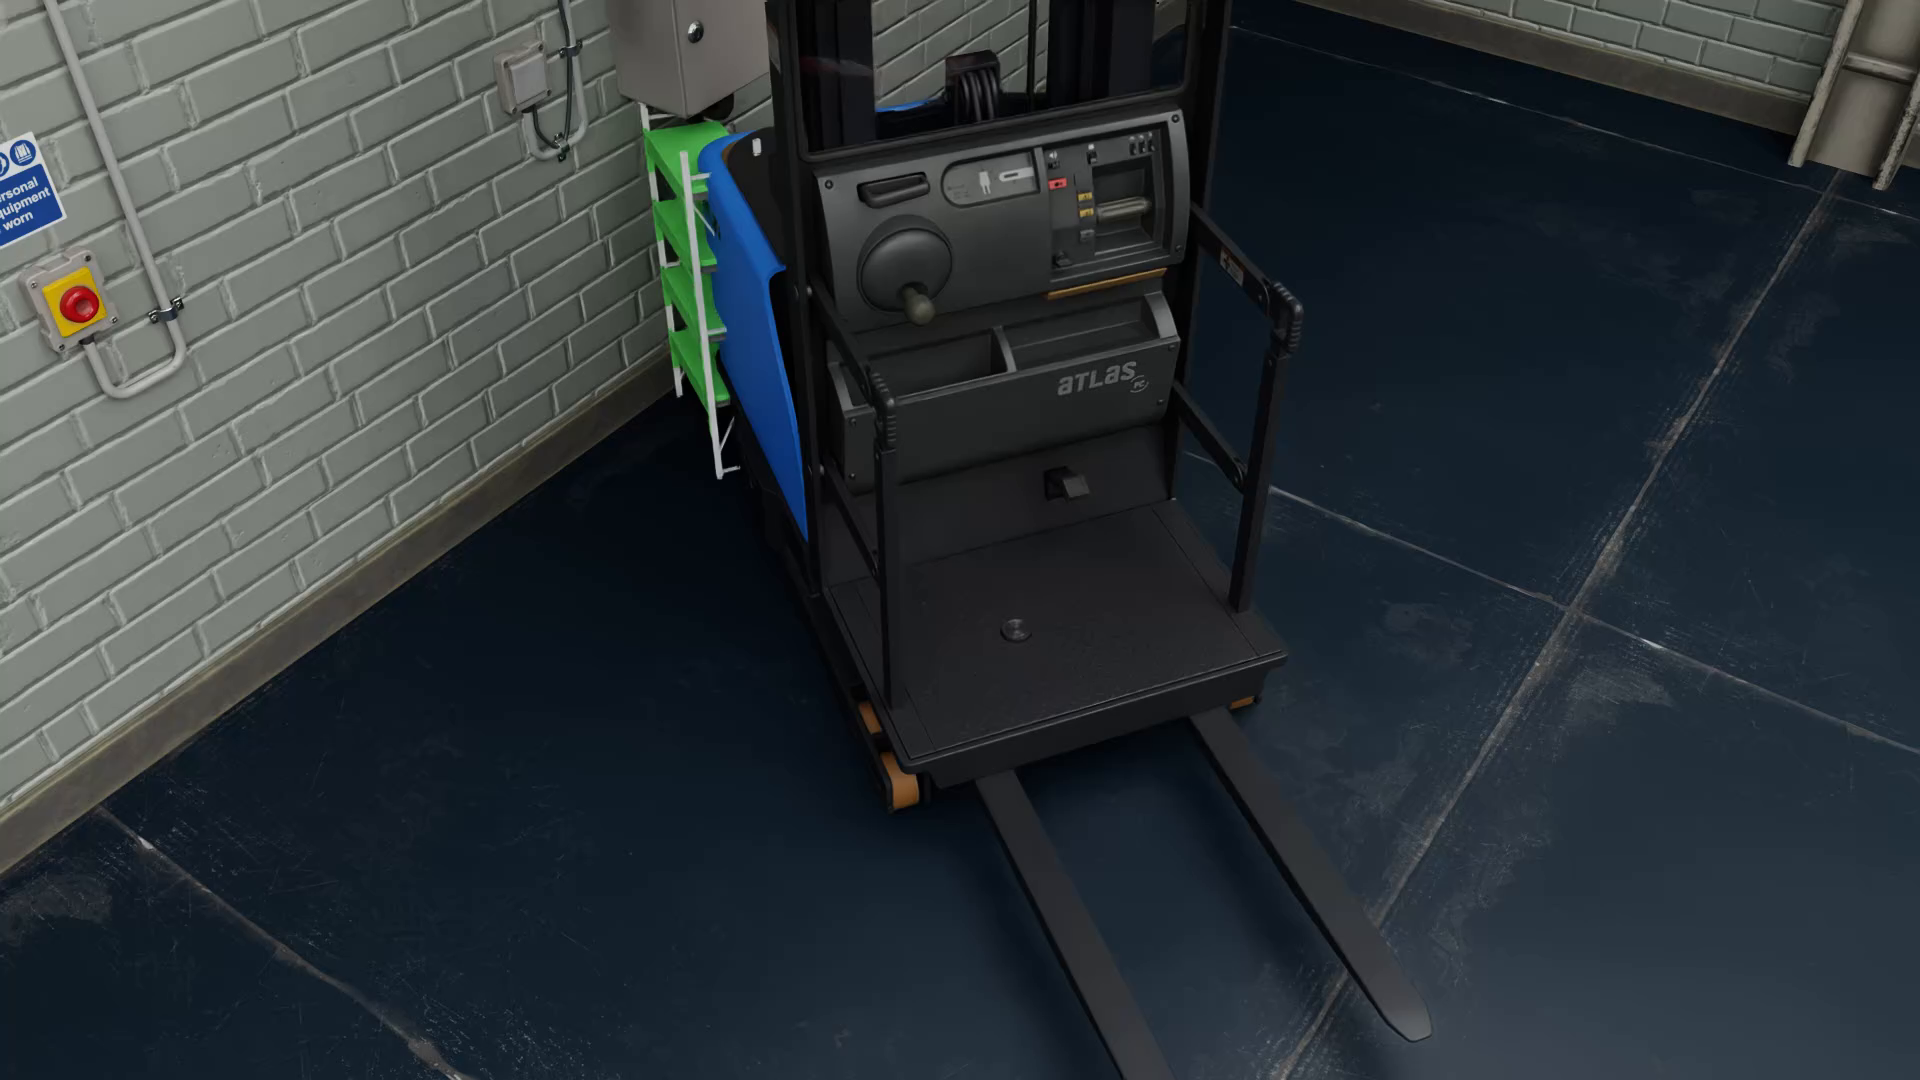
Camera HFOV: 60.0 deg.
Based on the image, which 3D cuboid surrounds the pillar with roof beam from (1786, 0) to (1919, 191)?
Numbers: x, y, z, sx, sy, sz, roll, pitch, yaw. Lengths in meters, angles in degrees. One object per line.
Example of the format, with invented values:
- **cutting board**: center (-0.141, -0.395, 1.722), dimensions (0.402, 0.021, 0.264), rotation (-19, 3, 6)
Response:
- **pillar with roof beam**: center (1.270, -2.601, 1.408), dimensions (0.400, 9.000, 9.100), rotation (25, 48, 25)

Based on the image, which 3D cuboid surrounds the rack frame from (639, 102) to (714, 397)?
- **rack frame**: center (-0.882, -0.932, 5.549), dimensions (0.240, 1.200, 0.015), rotation (-14, 39, -18)

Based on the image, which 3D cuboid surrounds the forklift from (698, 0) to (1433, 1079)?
- **forklift**: center (0.198, -0.692, 3.826), dimensions (1.130, 2.935, 3.031), rotation (-14, 44, -15)

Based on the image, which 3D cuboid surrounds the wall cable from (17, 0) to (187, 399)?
- **wall cable**: center (-2.045, -1.016, 3.351), dimensions (0.123, 1.953, 0.585), rotation (25, 48, 25)

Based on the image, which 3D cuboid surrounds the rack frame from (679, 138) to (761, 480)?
- **rack frame**: center (-0.693, -0.664, 5.188), dimensions (0.240, 1.200, 0.015), rotation (-14, 39, -18)

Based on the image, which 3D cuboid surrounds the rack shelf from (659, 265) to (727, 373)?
- **rack shelf**: center (-0.787, -0.747, 5.407), dimensions (0.258, 0.148, 0.480), rotation (-14, 39, -18)

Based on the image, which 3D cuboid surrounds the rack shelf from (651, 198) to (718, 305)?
- **rack shelf**: center (-0.789, -0.939, 5.263), dimensions (0.258, 0.148, 0.480), rotation (-14, 39, -18)

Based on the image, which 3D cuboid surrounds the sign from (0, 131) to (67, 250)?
- **sign**: center (-2.123, -0.724, 3.607), dimensions (0.001, 0.218, 0.327), rotation (25, 48, 25)

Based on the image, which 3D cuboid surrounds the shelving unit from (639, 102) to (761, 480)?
- **shelving unit**: center (-0.788, -0.798, 5.369), dimensions (0.258, 1.200, 0.503), rotation (-14, 39, -18)

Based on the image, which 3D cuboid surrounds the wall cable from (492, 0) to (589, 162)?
- **wall cable**: center (-1.240, -1.784, 4.232), dimensions (0.122, 1.984, 0.588), rotation (25, 48, 25)

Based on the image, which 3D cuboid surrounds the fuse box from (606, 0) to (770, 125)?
- **fuse box**: center (-0.719, -1.237, 5.349), dimensions (0.414, 1.711, 0.539), rotation (25, 48, 25)

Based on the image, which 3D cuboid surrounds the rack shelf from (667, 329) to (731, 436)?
- **rack shelf**: center (-0.786, -0.554, 5.550), dimensions (0.258, 0.148, 0.480), rotation (-14, 39, -18)

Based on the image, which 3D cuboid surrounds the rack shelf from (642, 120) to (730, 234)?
- **rack shelf**: center (-0.790, -1.131, 5.120), dimensions (0.258, 0.148, 0.480), rotation (-14, 39, -18)
